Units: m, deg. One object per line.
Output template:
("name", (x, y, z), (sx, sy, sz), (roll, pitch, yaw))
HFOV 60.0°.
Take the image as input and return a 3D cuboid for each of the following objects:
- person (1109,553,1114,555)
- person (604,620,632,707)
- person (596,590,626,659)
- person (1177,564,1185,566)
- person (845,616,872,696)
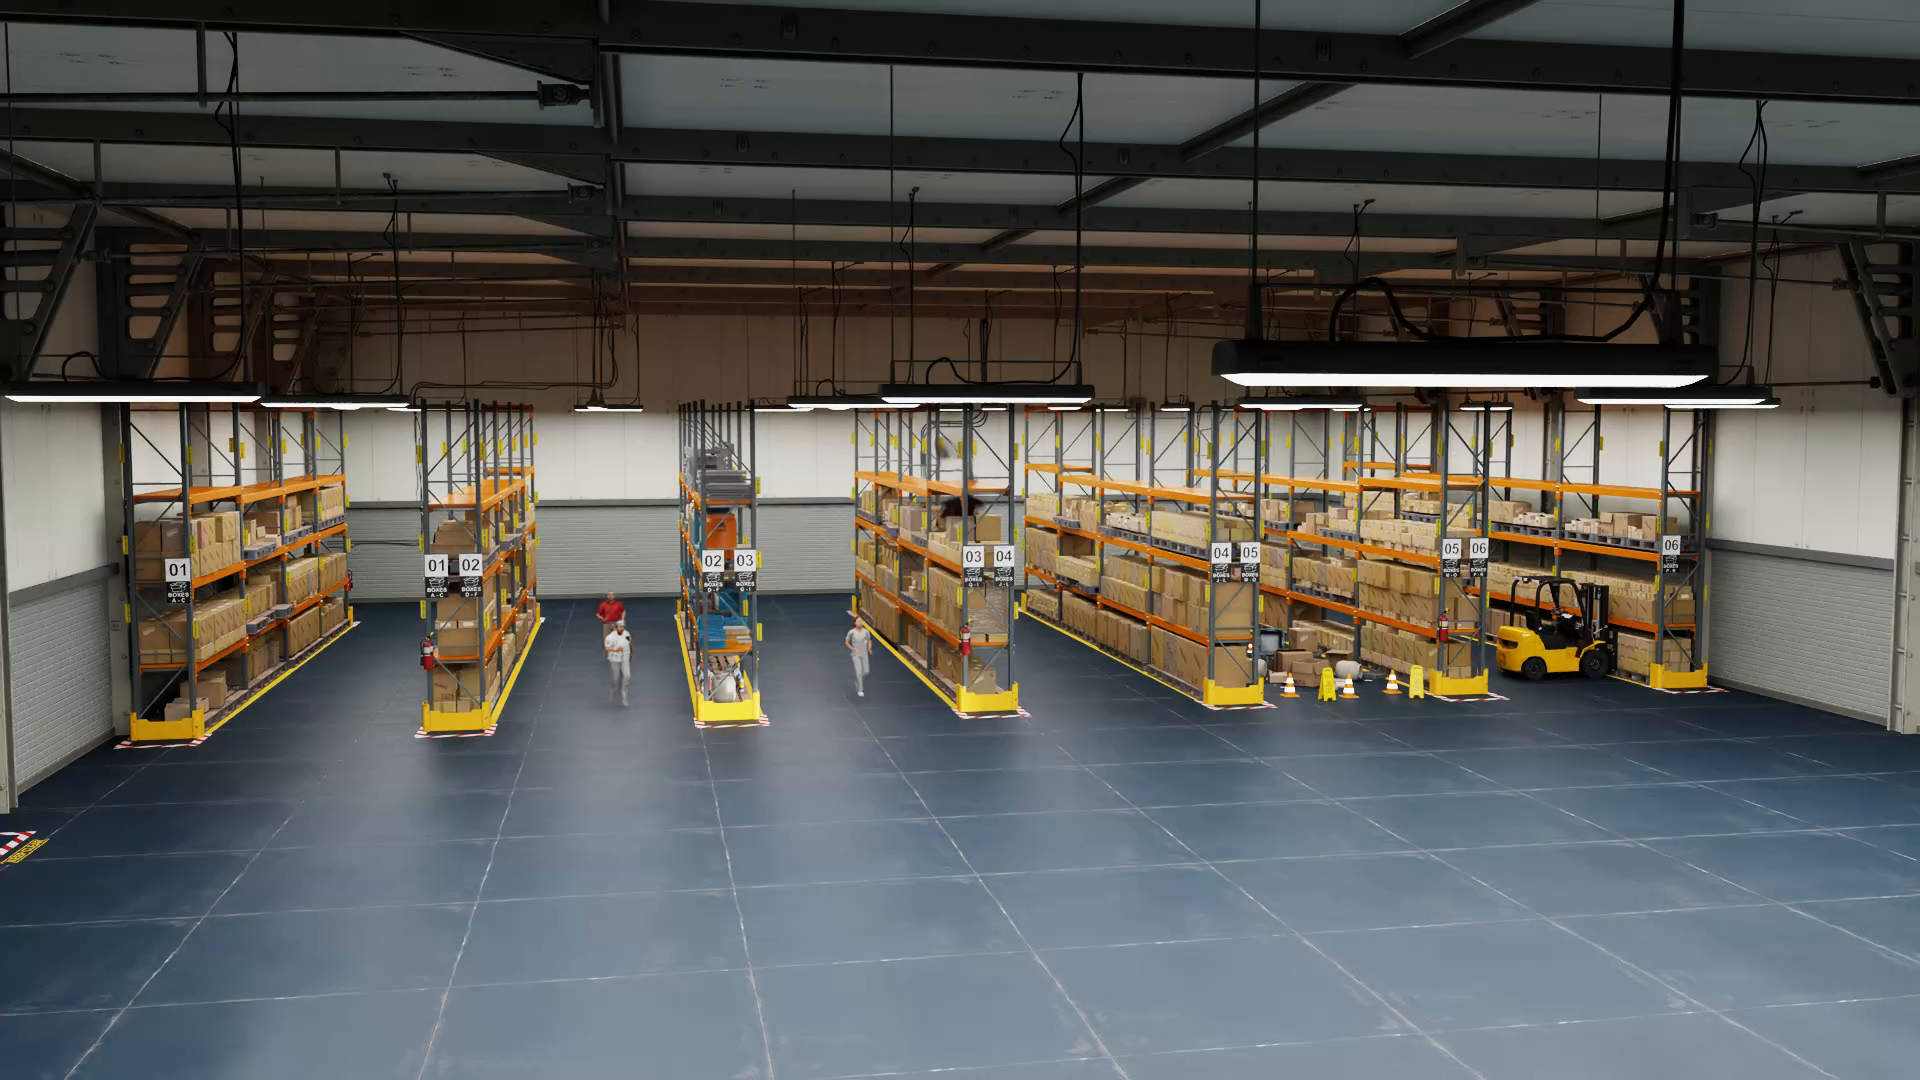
("person", (4.351, 1.230, 48.061), (0.687, 1.733, 0.715), (-1, 5, -17))
("person", (-6.765, 2.424, 32.920), (0.626, 1.712, 0.860), (-3, 5, -30))
("person", (-8.003, 1.996, 38.213), (0.674, 1.682, 0.782), (-1, 5, -18))
("person", (6.984, 1.027, 50.636), (0.863, 1.771, 0.657), (-1, 5, -18))
("person", (-2.064, 2.357, 33.959), (0.565, 1.630, 0.572), (-2, 5, -21))
